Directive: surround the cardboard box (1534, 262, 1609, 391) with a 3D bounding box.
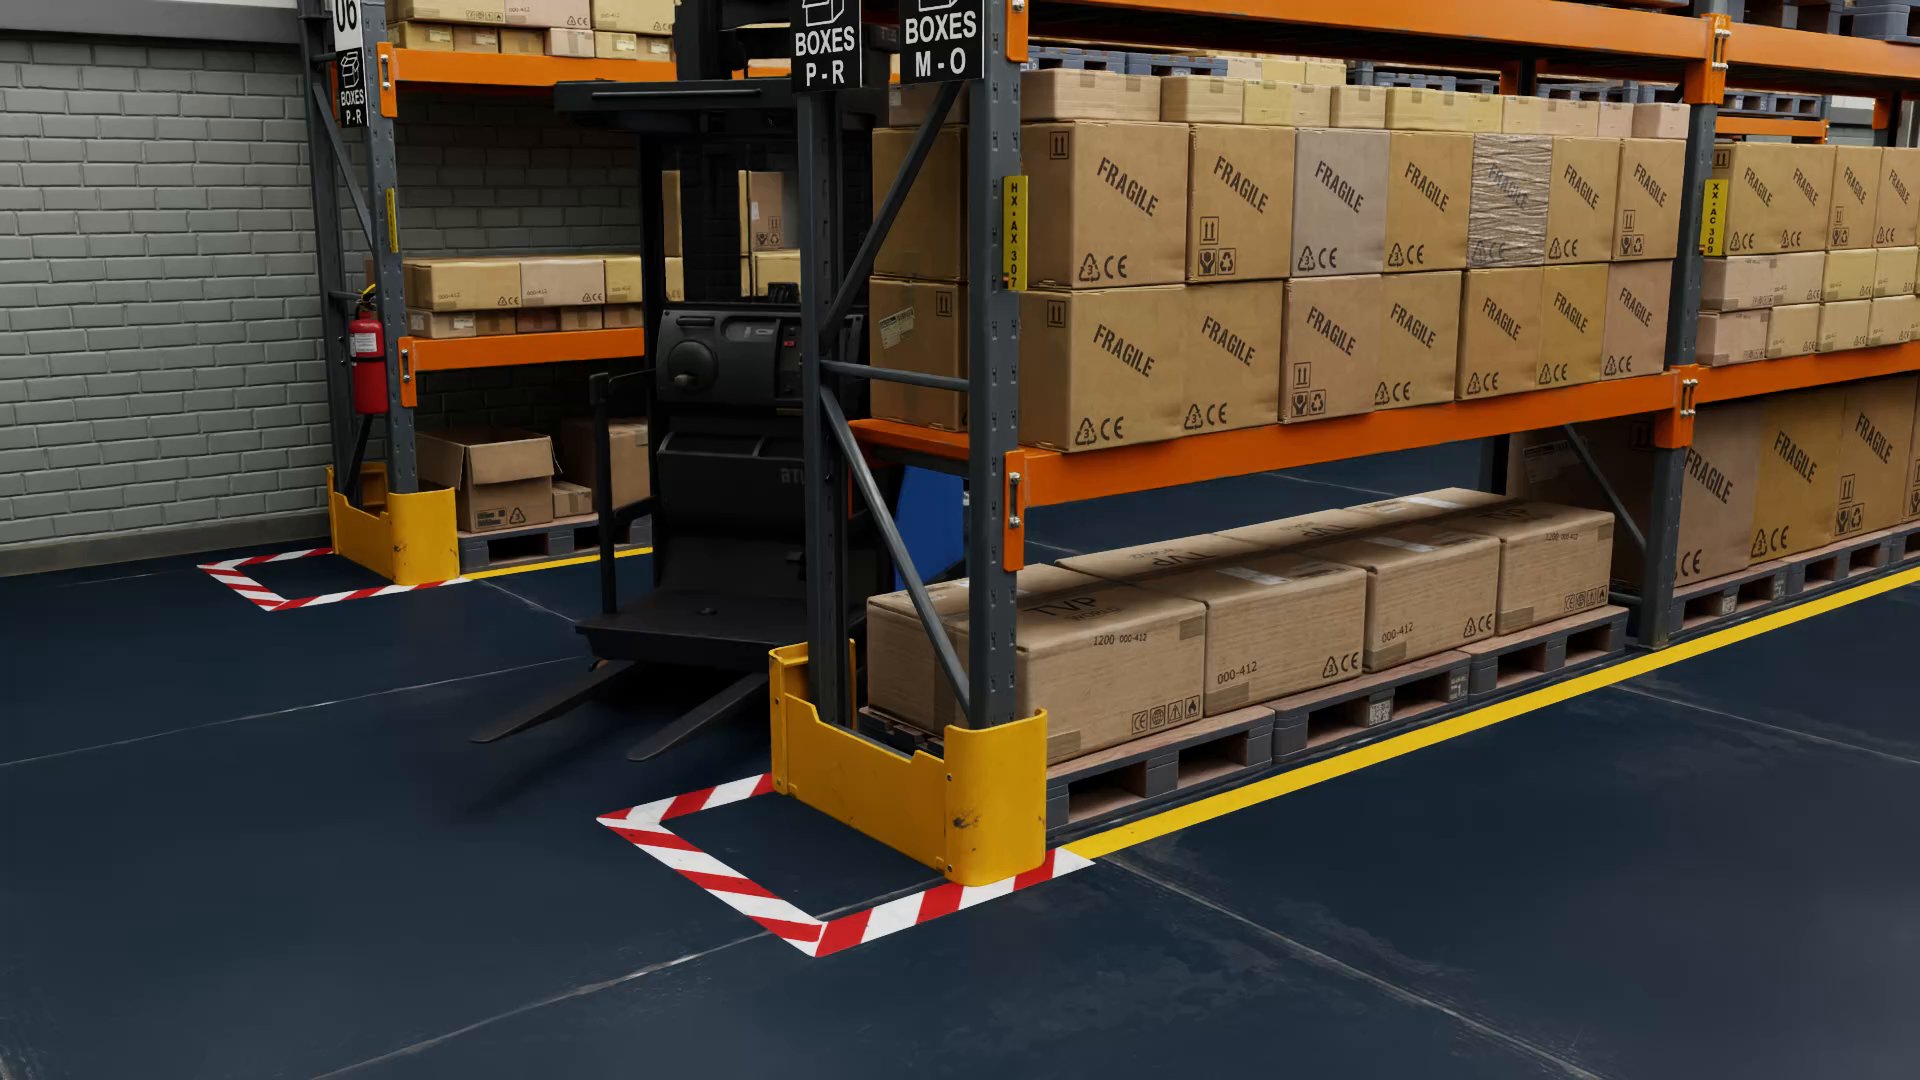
[{"bbox_3d":[2.340,-0.914,6.973,0.500,0.500,0.500,-10,16,-39],"label":"cardboard box"}]

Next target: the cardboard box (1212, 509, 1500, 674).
[{"bbox_3d":[1.685,0.193,7.154,0.875,0.438,0.875,-10,16,-39],"label":"cardboard box"}]

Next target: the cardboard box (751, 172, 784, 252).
[{"bbox_3d":[-1.492,-2.128,10.770,0.500,0.500,0.500,-10,16,-39],"label":"cardboard box"}]

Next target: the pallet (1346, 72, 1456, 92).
[{"bbox_3d":[3.435,-3.836,14.205,1.003,0.211,1.213,-9,15,-35],"label":"pallet"}]

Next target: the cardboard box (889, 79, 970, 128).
[{"bbox_3d":[-0.027,-1.450,5.527,0.250,0.149,0.380,-9,15,-37],"label":"cardboard box"}]

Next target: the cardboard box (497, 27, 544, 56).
[{"bbox_3d":[-2.492,-2.737,9.181,0.250,0.149,0.380,-9,15,-37],"label":"cardboard box"}]

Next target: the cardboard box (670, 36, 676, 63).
[{"bbox_3d":[-1.634,-2.852,9.720,0.250,0.149,0.380,-9,15,-38],"label":"cardboard box"}]

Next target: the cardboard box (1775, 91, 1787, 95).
[{"bbox_3d":[8.552,-4.863,17.658,0.258,0.266,0.396,-9,15,-38],"label":"cardboard box"}]

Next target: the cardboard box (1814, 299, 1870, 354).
[{"bbox_3d":[4.263,-1.107,8.482,0.500,0.250,0.500,-10,15,-38],"label":"cardboard box"}]

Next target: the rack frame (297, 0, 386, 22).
[{"bbox_3d":[-3.286,-4.255,8.502,0.127,3.000,1.000,-9,15,-38],"label":"rack frame"}]

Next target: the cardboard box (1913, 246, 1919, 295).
[{"bbox_3d":[5.060,-1.484,9.054,0.500,0.250,0.500,-10,16,-39],"label":"cardboard box"}]

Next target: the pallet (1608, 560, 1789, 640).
[{"bbox_3d":[3.497,0.217,8.599,1.213,0.211,1.003,-9,15,-38],"label":"pallet"}]

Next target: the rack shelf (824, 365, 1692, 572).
[{"bbox_3d":[1.380,-0.423,6.633,4.000,0.370,1.077,-9,15,-38],"label":"rack shelf"}]

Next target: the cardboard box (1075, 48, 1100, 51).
[{"bbox_3d":[0.807,-3.632,12.145,0.250,0.149,0.380,-10,16,-39],"label":"cardboard box"}]

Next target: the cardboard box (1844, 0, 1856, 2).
[{"bbox_3d":[4.587,-2.822,8.288,0.258,0.266,0.396,-8,14,-33],"label":"cardboard box"}]

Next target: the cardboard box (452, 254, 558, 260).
[{"bbox_3d":[-2.689,-1.562,9.908,0.500,0.250,0.500,-9,15,-37],"label":"cardboard box"}]

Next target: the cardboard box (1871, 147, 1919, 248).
[{"bbox_3d":[4.637,-1.787,8.673,0.500,0.500,0.500,-10,15,-39],"label":"cardboard box"}]

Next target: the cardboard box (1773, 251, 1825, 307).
[{"bbox_3d":[3.851,-1.290,8.138,0.500,0.250,0.500,-9,15,-37],"label":"cardboard box"}]

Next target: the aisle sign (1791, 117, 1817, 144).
[{"bbox_3d":[9.443,-4.629,18.448,0.004,0.787,0.394,-9,15,-38],"label":"aisle sign"}]

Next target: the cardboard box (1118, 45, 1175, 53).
[{"bbox_3d":[1.319,-3.577,11.883,0.250,0.149,0.380,-9,15,-36],"label":"cardboard box"}]

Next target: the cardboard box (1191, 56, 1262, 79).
[{"bbox_3d":[1.929,-3.516,12.605,0.500,0.250,0.500,-9,15,-38],"label":"cardboard box"}]

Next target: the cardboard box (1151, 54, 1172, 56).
[{"bbox_3d":[1.515,-3.778,12.881,0.250,0.149,0.380,-10,15,-38],"label":"cardboard box"}]

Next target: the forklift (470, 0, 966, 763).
[{"bbox_3d":[-0.913,-0.796,6.820,1.130,2.935,3.031,4,13,18],"label":"forklift"}]

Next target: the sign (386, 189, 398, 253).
[{"bbox_3d":[-2.947,-1.656,8.621,0.005,0.325,0.100,-9,15,-38],"label":"sign"}]

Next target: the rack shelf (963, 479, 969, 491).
[{"bbox_3d":[-0.006,-0.318,10.056,0.200,0.077,0.258,-9,15,-38],"label":"rack shelf"}]

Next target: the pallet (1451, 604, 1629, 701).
[{"bbox_3d":[2.299,0.415,7.665,1.213,0.211,1.003,-9,15,-38],"label":"pallet"}]

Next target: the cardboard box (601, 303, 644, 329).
[{"bbox_3d":[-2.065,-1.334,9.795,0.250,0.149,0.380,-9,15,-37],"label":"cardboard box"}]

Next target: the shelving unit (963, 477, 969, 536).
[{"bbox_3d":[-0.006,-0.439,10.030,0.210,0.900,0.258,-9,15,-38],"label":"shelving unit"}]

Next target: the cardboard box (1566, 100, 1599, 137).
[{"bbox_3d":[2.425,-1.751,6.945,0.250,0.149,0.380,-9,15,-38],"label":"cardboard box"}]

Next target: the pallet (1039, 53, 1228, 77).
[{"bbox_3d":[1.198,-3.423,12.259,1.003,0.211,1.213,-9,15,-38],"label":"pallet"}]

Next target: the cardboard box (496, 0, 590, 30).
[{"bbox_3d":[-2.385,-2.942,9.187,0.500,0.250,0.500,-9,15,-37],"label":"cardboard box"}]

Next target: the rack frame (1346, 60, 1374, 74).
[{"bbox_3d":[2.961,-5.293,13.391,0.127,3.000,1.000,-9,15,-38],"label":"rack frame"}]

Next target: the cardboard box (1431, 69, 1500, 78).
[{"bbox_3d":[4.474,-4.316,14.517,0.500,0.500,0.500,-9,15,-36],"label":"cardboard box"}]

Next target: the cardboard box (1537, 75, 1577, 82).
[{"bbox_3d":[5.415,-4.284,15.215,0.250,0.149,0.380,-9,15,-38],"label":"cardboard box"}]

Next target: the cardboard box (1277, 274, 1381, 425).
[{"bbox_3d":[1.158,-0.714,6.027,0.500,0.500,0.500,-10,15,-38],"label":"cardboard box"}]

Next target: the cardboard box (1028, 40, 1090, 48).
[{"bbox_3d":[0.680,-3.489,11.470,0.250,0.149,0.380,-9,15,-37],"label":"cardboard box"}]

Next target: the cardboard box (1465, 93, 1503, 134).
[{"bbox_3d":[1.862,-1.643,6.435,0.250,0.149,0.380,-10,15,-39],"label":"cardboard box"}]

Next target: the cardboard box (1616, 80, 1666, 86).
[{"bbox_3d":[6.624,-4.485,16.161,0.250,0.149,0.380,-9,15,-36],"label":"cardboard box"}]

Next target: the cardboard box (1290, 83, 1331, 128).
[{"bbox_3d":[1.069,-1.513,5.821,0.250,0.149,0.380,-9,15,-37],"label":"cardboard box"}]

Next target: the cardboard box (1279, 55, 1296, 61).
[{"bbox_3d":[2.399,-3.802,12.992,0.250,0.149,0.380,-9,15,-36],"label":"cardboard box"}]

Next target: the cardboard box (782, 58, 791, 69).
[{"bbox_3d":[-1.089,-2.963,10.247,0.250,0.149,0.380,-9,15,-36],"label":"cardboard box"}]

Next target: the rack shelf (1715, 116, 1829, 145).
[{"bbox_3d":[7.646,-4.252,17.444,4.000,0.370,1.077,-9,15,-38],"label":"rack shelf"}]

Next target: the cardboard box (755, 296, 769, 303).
[{"bbox_3d":[-1.306,-1.477,10.466,0.250,0.149,0.380,-9,15,-37],"label":"cardboard box"}]

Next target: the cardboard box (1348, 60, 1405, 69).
[{"bbox_3d":[3.423,-3.962,13.654,0.250,0.166,0.380,-9,15,-38],"label":"cardboard box"}]

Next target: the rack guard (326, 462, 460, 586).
[{"bbox_3d":[-3.227,-0.107,9.431,0.348,0.500,1.175,-9,15,-38],"label":"rack guard"}]

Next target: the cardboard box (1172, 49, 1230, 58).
[{"bbox_3d":[1.813,-3.700,12.510,0.250,0.149,0.380,-9,15,-36],"label":"cardboard box"}]

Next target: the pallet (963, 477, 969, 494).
[{"bbox_3d":[-0.699,-0.386,11.440,1.213,0.211,1.003,-9,15,-38],"label":"pallet"}]

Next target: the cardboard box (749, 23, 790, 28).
[{"bbox_3d":[-1.189,-3.142,10.127,0.500,0.250,0.500,-9,15,-36],"label":"cardboard box"}]

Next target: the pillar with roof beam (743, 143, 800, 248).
[{"bbox_3d":[1.420,-4.132,7.921,0.400,9.000,9.100,-9,15,-38],"label":"pillar with roof beam"}]

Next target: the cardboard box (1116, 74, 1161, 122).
[{"bbox_3d":[0.428,-1.418,5.375,0.250,0.149,0.380,-9,15,-36],"label":"cardboard box"}]

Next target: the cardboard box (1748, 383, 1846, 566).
[{"bbox_3d":[4.076,-0.413,8.956,0.875,0.875,0.875,-9,15,-36],"label":"cardboard box"}]

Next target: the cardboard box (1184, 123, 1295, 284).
[{"bbox_3d":[0.770,-1.138,5.619,0.500,0.500,0.500,-10,16,-39],"label":"cardboard box"}]

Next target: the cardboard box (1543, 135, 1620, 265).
[{"bbox_3d":[2.344,-1.402,6.863,0.500,0.500,0.500,-10,15,-38],"label":"cardboard box"}]

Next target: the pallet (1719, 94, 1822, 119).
[{"bbox_3d":[8.640,-4.733,18.188,1.213,0.211,1.003,-9,15,-38],"label":"pallet"}]

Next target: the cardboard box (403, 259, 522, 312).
[{"bbox_3d":[-2.763,-1.408,9.182,0.500,0.250,0.500,-9,15,-37],"label":"cardboard box"}]

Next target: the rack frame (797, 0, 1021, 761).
[{"bbox_3d":[-0.182,-0.516,5.336,0.127,3.000,1.000,-9,15,-38],"label":"rack frame"}]

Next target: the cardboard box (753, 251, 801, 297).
[{"bbox_3d":[-1.187,-1.676,10.445,0.500,0.250,0.500,-10,15,-38],"label":"cardboard box"}]

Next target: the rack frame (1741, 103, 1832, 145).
[{"bbox_3d":[9.208,-3.397,18.903,0.127,3.000,1.000,-9,15,-38],"label":"rack frame"}]
